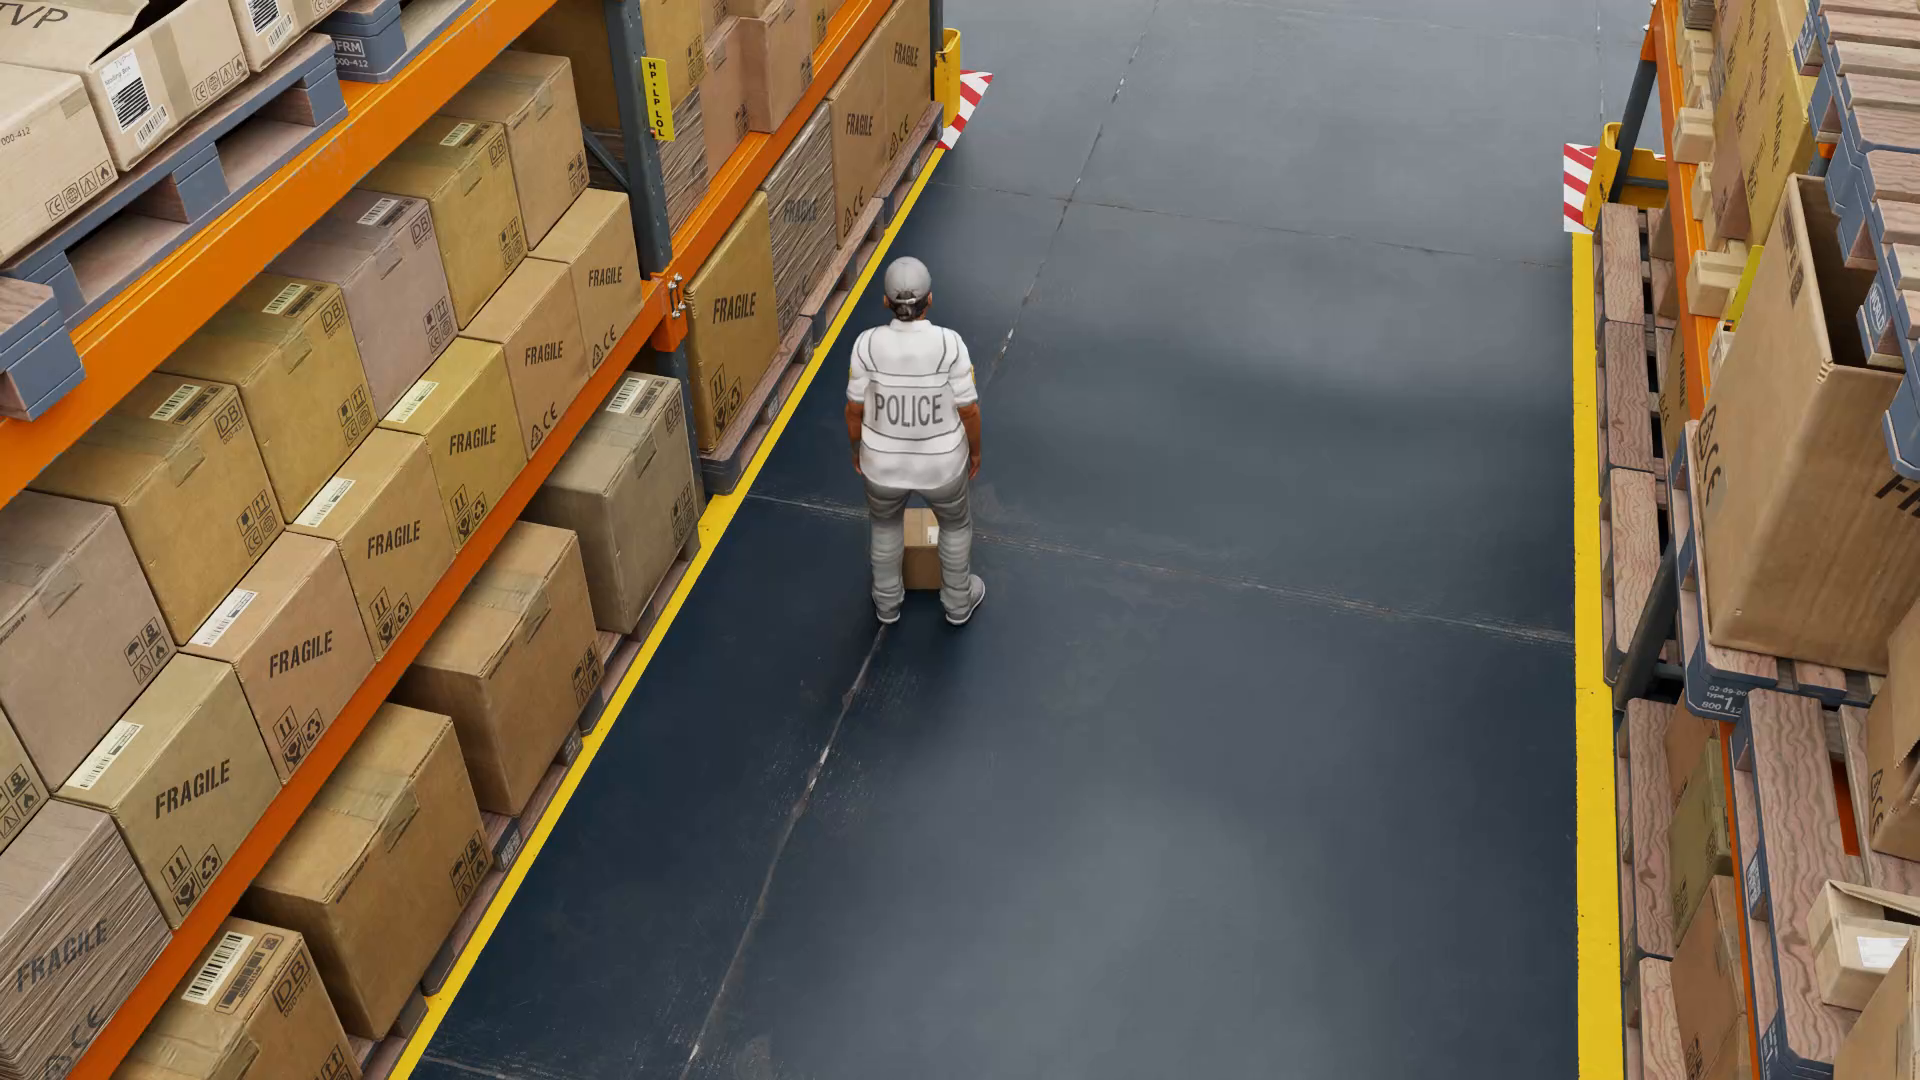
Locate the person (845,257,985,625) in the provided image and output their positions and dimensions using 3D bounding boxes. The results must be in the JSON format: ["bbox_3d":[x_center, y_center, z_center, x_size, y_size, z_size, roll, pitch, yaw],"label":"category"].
[{"bbox_3d":[-0.168,-0.345,6.547,0.539,1.665,0.468,2,41,3],"label":"person"}]
